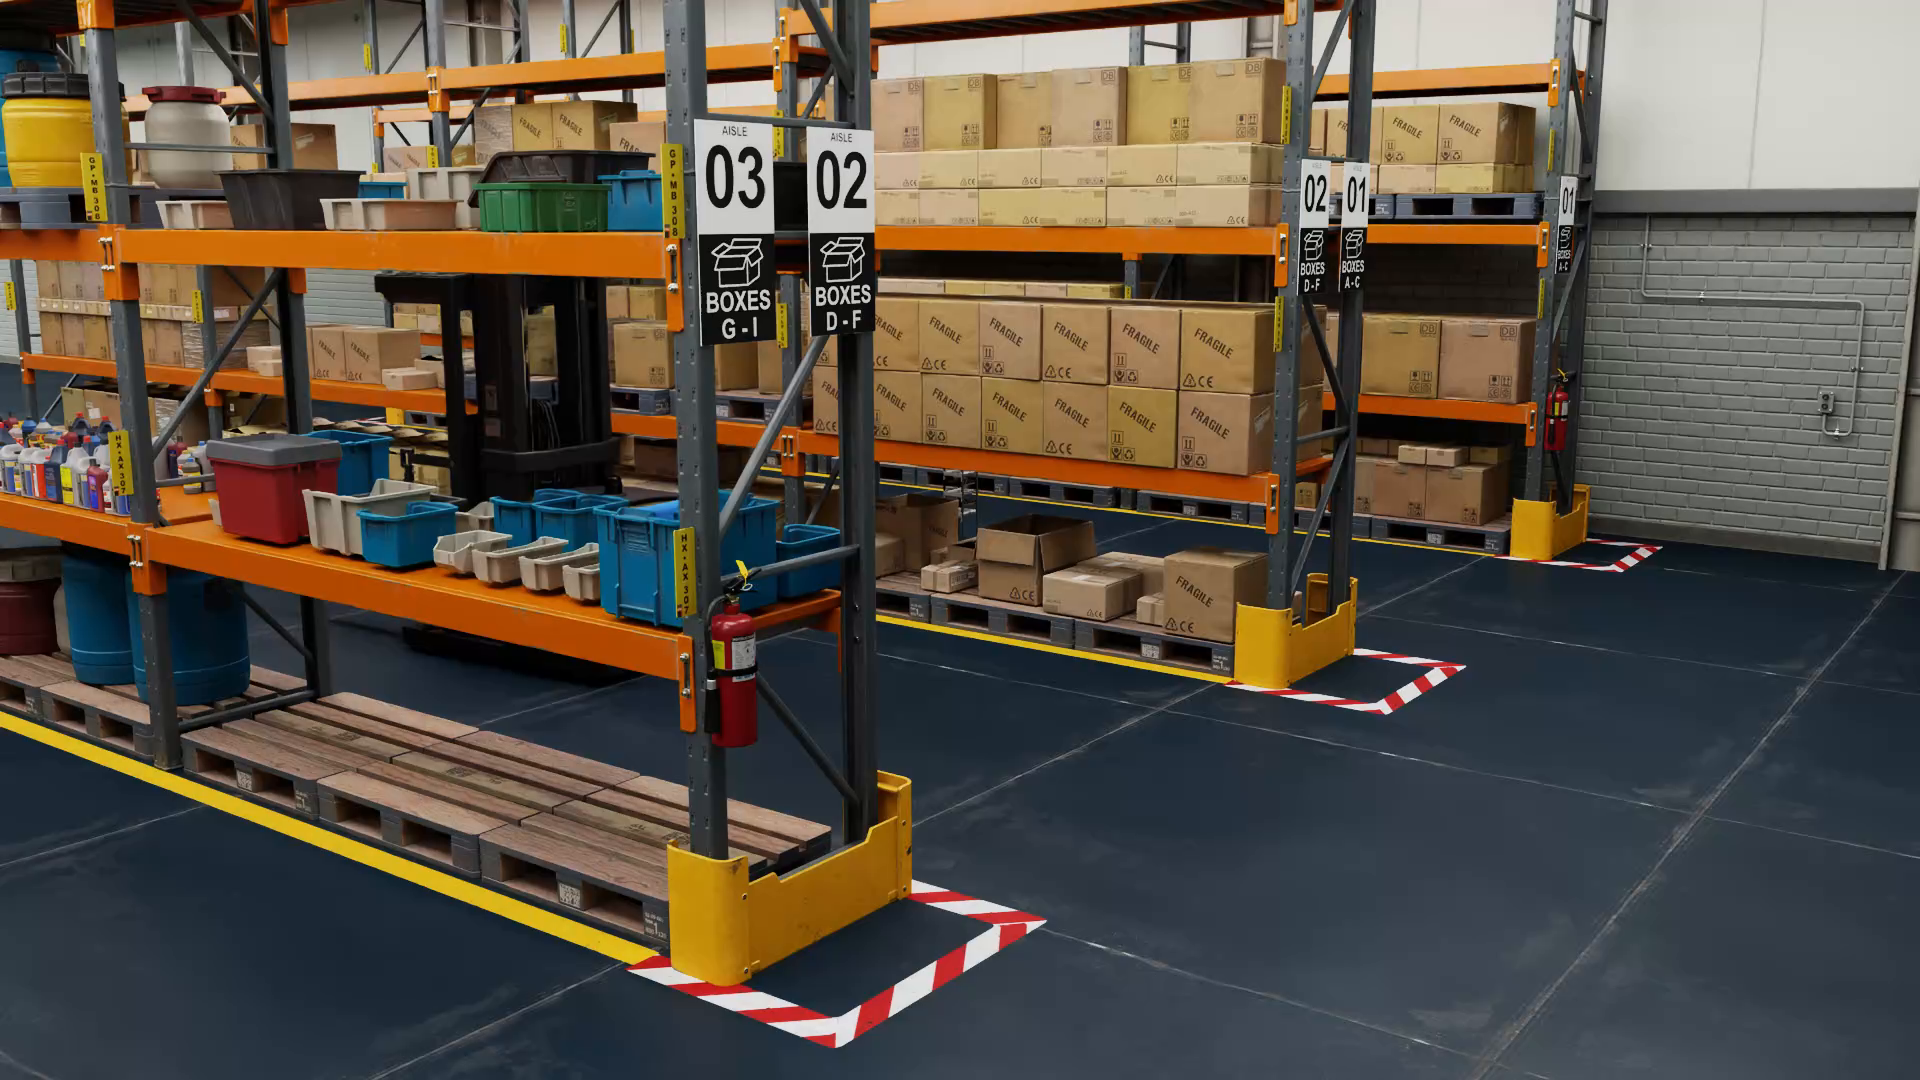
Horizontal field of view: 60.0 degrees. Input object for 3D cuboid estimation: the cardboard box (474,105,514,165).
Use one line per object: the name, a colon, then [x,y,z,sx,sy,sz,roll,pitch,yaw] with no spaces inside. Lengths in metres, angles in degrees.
cardboard box: [-3.858,-3.507,14.466,0.500,0.500,0.500,8,13,36]

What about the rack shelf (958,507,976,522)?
rack shelf: [0.007,-0.231,14.980,0.200,0.077,0.258,8,13,36]

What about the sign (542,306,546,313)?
sign: [-3.893,-2.158,15.446,0.005,0.325,0.100,8,13,36]

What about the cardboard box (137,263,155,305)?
cardboard box: [-8.603,-2.842,18.143,0.500,0.500,0.700,8,13,36]

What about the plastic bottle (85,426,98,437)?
plastic bottle: [-5.421,-0.575,10.412,0.133,0.283,0.061,8,13,36]

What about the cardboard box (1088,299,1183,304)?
cardboard box: [1.214,-1.390,11.419,0.500,0.500,0.500,8,14,36]

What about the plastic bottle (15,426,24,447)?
plastic bottle: [-6.216,-0.656,11.045,0.097,0.201,0.097,0,11,0]

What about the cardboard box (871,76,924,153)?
cardboard box: [-0.248,-2.980,11.745,0.500,0.500,0.700,8,13,36]

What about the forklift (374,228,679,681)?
forklift: [-3.153,-0.755,11.214,3.031,2.935,1.130,7,13,33]

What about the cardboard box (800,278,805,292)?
cardboard box: [-1.841,-2.954,19.275,0.250,0.149,0.380,5,12,26]

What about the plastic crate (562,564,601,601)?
plastic crate: [-1.457,0.149,6.897,0.243,0.136,0.396,8,13,36]

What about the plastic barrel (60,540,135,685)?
plastic barrel: [-4.916,0.344,9.772,0.708,0.901,0.600,8,13,36]

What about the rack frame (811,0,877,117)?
rack frame: [-1.277,-5.248,18.466,0.127,3.000,1.000,8,13,36]

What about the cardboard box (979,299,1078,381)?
cardboard box: [0.478,-1.365,11.290,0.500,0.500,0.500,8,14,37]

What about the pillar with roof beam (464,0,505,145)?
pillar with roof beam: [-9.197,-5.542,19.986,0.400,9.000,9.100,8,13,36]

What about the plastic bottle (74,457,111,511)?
plastic bottle: [-4.720,-0.311,9.069,0.135,0.276,0.152,8,13,36]

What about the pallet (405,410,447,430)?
pallet: [-7.030,-1.728,23.406,1.213,0.211,1.003,8,13,36]

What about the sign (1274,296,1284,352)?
sign: [1.897,-1.286,9.897,0.005,0.325,0.100,8,13,36]

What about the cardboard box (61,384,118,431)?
cardboard box: [-9.949,-1.518,19.136,0.500,0.500,0.500,8,13,36]

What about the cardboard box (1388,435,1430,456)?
cardboard box: [4.157,-0.866,15.376,0.250,0.149,0.380,8,14,36]

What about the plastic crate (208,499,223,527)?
plastic crate: [-3.626,-0.162,8.507,0.243,0.136,0.396,8,13,36]

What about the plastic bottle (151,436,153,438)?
plastic bottle: [-4.998,-0.516,10.127,0.135,0.276,0.152,8,13,36]

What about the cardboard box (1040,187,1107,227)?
cardboard box: [0.865,-2.173,10.863,0.500,0.250,0.500,8,13,36]

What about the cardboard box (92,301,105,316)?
cardboard box: [-9.426,-2.589,18.546,0.250,0.149,0.380,8,13,35]

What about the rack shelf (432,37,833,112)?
rack shelf: [-2.594,-3.715,13.488,4.000,0.370,1.077,8,13,36]

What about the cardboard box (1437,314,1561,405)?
cardboard box: [4.754,-1.607,14.647,0.700,0.700,0.980,9,14,38]

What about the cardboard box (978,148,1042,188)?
cardboard box: [0.466,-2.476,11.112,0.500,0.250,0.500,8,13,36]

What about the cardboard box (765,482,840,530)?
cardboard box: [-1.228,-0.175,13.459,0.500,0.500,0.500,7,13,33]

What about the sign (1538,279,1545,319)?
sign: [4.839,-2.007,13.833,0.005,0.325,0.100,8,13,36]

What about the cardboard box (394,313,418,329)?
cardboard box: [-7.520,-3.035,23.162,0.500,0.250,0.500,7,13,34]

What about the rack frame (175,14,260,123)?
rack frame: [-7.430,-4.939,16.868,0.127,3.000,1.000,8,13,36]

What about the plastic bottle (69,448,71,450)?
plastic bottle: [-5.068,-0.387,9.472,0.097,0.271,0.097,0,11,0]

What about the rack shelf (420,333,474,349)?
rack shelf: [-6.113,-2.624,22.591,4.000,0.370,1.077,8,13,36]

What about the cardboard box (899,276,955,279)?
cardboard box: [-0.343,-2.806,18.563,0.500,0.250,0.500,7,13,34]

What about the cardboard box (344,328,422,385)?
cardboard box: [-5.568,-1.779,16.066,0.500,0.500,0.500,7,13,33]

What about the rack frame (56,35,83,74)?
rack frame: [-10.654,-5.389,19.193,0.127,3.000,1.000,8,13,36]

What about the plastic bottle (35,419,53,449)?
plastic bottle: [-5.980,-0.657,10.869,0.097,0.271,0.097,0,11,0]

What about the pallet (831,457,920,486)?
pallet: [-0.686,-0.834,18.783,1.213,0.211,1.003,8,13,36]

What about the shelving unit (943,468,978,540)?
shelving unit: [0.007,-0.441,14.940,0.210,0.900,0.258,8,13,36]

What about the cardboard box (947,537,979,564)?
cardboard box: [0.250,0.115,12.460,0.500,0.311,0.500,8,13,36]

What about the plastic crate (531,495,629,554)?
plastic crate: [-1.758,-0.060,7.726,0.300,0.233,0.416,8,13,36]

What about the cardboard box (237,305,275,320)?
cardboard box: [-7.532,-2.421,17.677,0.250,0.149,0.380,8,13,35]

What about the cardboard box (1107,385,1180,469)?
cardboard box: [1.300,-0.760,10.799,0.500,0.500,0.500,8,14,36]

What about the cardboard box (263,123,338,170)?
cardboard box: [-6.484,-3.831,16.354,0.500,0.500,0.500,10,15,41]

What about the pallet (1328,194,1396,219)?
pallet: [3.579,-3.051,15.242,1.213,0.211,1.003,8,13,36]

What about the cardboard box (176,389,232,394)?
cardboard box: [-8.425,-1.431,18.687,0.500,0.500,0.500,8,13,36]

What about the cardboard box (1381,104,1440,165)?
cardboard box: [4.023,-3.524,14.504,0.500,0.500,0.500,8,14,37]

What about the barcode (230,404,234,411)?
barcode: [-7.471,-1.361,17.065,0.075,0.075,0.001,8,13,36]

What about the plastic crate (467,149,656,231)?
plastic crate: [-1.762,-1.543,7.373,0.767,0.338,0.504,8,13,36]

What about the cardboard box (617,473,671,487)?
cardboard box: [-2.758,-0.265,13.924,0.500,0.500,0.500,7,13,34]

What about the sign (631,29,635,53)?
sign: [-4.177,-6.320,21.129,0.005,0.325,0.100,8,13,36]

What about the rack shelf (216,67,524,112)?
rack shelf: [-5.818,-4.165,15.812,4.000,0.370,1.077,8,13,36]

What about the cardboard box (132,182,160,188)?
cardboard box: [-8.564,-3.712,17.609,0.250,0.149,0.380,8,13,36]

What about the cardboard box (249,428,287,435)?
cardboard box: [-6.844,-0.984,16.874,0.500,0.311,0.500,8,13,35]

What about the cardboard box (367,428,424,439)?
cardboard box: [-5.707,-0.953,16.714,0.500,0.311,0.500,8,13,35]
